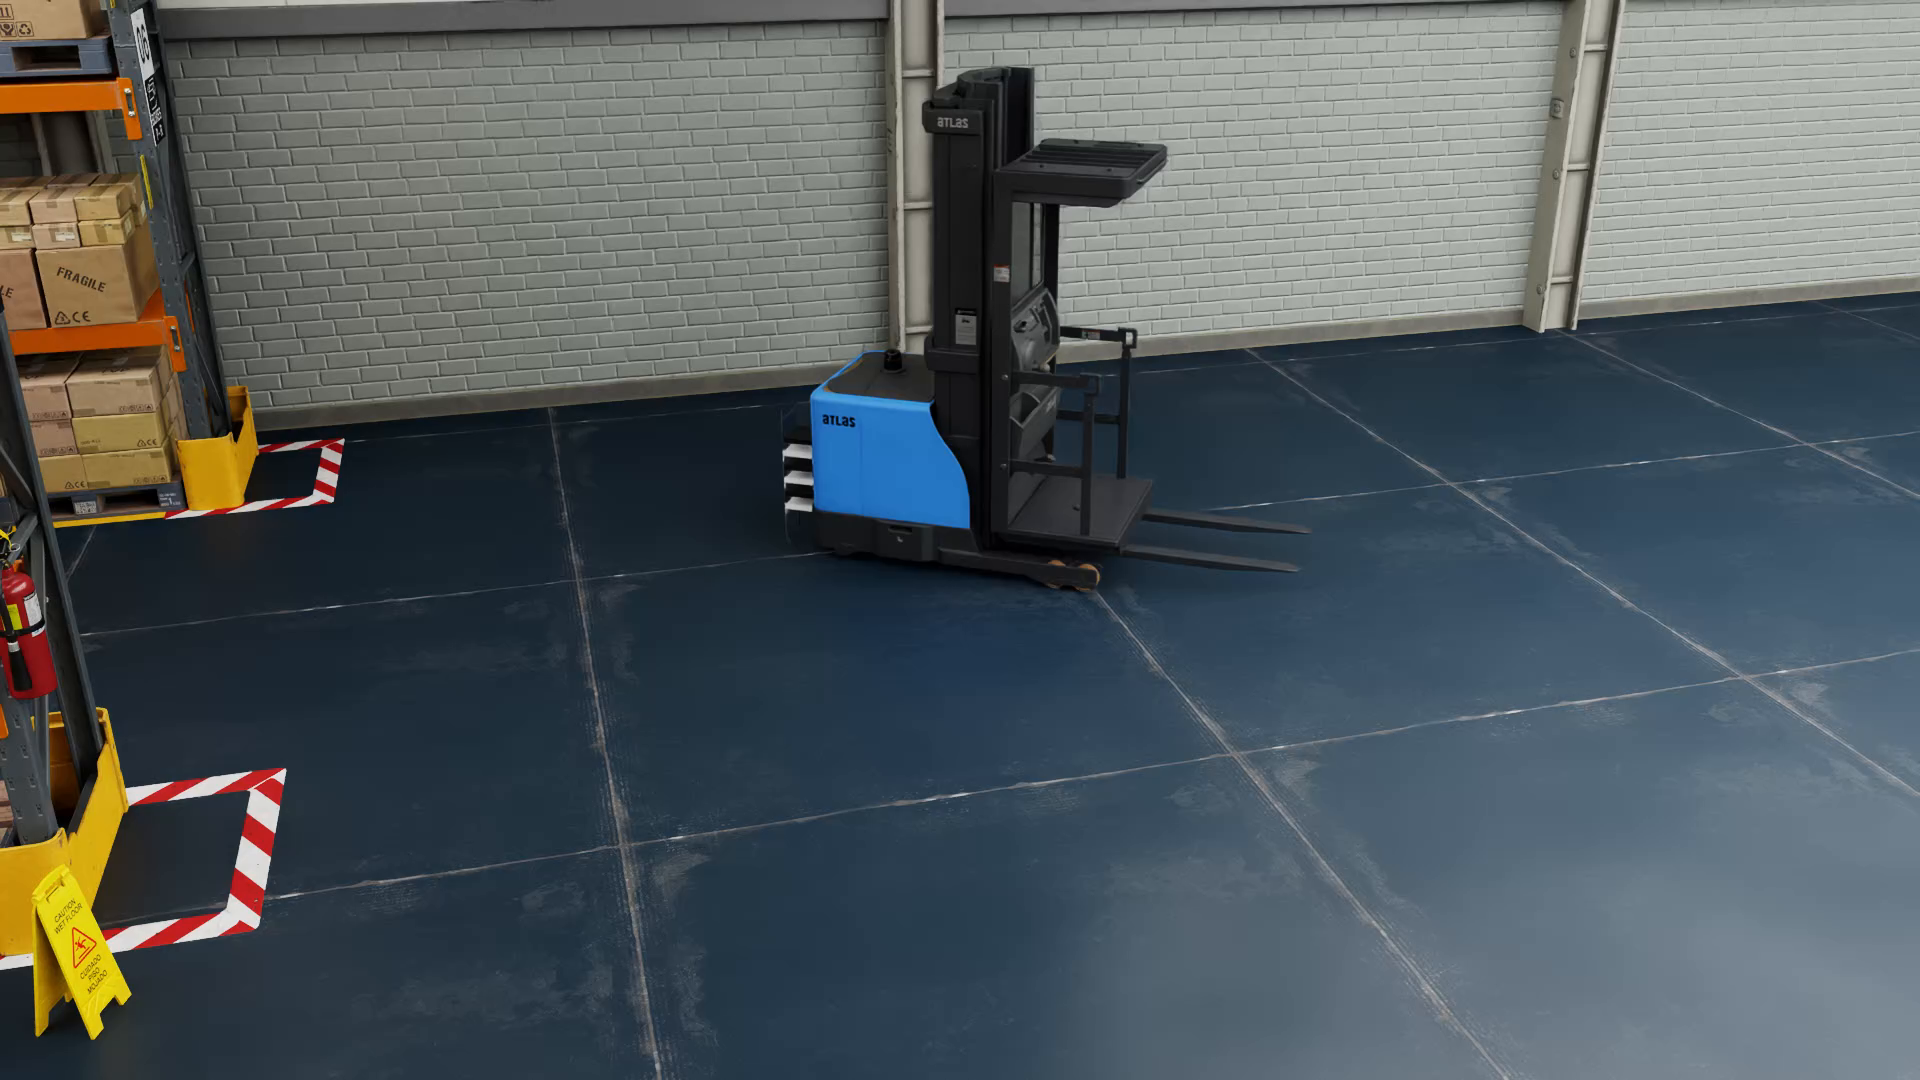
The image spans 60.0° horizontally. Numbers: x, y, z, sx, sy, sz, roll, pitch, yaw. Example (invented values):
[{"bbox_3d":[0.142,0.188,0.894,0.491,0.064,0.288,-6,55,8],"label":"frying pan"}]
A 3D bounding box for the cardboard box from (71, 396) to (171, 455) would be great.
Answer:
[{"bbox_3d":[-5.597,-0.792,11.113,0.500,0.250,0.500,-7,24,-15],"label":"cardboard box"}]

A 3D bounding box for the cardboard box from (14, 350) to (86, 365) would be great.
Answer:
[{"bbox_3d":[-6.207,-1.158,11.332,0.500,0.250,0.500,-6,24,-14],"label":"cardboard box"}]

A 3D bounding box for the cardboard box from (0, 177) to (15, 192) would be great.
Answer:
[{"bbox_3d":[-6.347,-2.260,10.887,0.250,0.149,0.380,-6,24,-14],"label":"cardboard box"}]

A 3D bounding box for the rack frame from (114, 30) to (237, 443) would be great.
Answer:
[{"bbox_3d":[-5.213,-1.804,11.149,0.127,3.000,1.000,-6,24,-14],"label":"rack frame"}]

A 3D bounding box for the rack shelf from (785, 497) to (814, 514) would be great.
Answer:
[{"bbox_3d":[-0.984,-0.234,10.695,0.200,0.077,0.258,7,24,15],"label":"rack shelf"}]

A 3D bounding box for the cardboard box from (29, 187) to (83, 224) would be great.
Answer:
[{"bbox_3d":[-5.730,-2.128,10.579,0.250,0.149,0.380,-6,24,-14],"label":"cardboard box"}]

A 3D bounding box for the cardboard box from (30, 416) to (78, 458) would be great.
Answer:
[{"bbox_3d":[-6.083,-0.743,10.998,0.500,0.250,0.500,-7,24,-15],"label":"cardboard box"}]

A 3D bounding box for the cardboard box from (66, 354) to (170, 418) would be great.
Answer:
[{"bbox_3d":[-5.572,-1.025,11.021,0.500,0.250,0.500,-5,24,-13],"label":"cardboard box"}]

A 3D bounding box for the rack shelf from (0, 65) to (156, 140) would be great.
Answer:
[{"bbox_3d":[-7.138,-2.638,10.203,4.000,0.370,1.077,-6,24,-14],"label":"rack shelf"}]

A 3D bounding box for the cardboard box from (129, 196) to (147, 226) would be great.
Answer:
[{"bbox_3d":[-5.609,-2.210,11.147,0.250,0.149,0.380,-7,24,-16],"label":"cardboard box"}]

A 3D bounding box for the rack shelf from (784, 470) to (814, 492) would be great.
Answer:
[{"bbox_3d":[-0.984,-0.399,10.624,0.200,0.077,0.258,7,24,15],"label":"rack shelf"}]

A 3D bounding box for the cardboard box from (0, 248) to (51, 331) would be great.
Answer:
[{"bbox_3d":[-6.118,-1.646,10.654,0.500,0.500,0.500,-6,24,-13],"label":"cardboard box"}]

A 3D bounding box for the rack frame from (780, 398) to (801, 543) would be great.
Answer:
[{"bbox_3d":[-1.081,-0.441,10.638,0.006,0.900,0.240,7,24,15],"label":"rack frame"}]

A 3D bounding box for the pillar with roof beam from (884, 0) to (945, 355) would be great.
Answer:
[{"bbox_3d":[0.813,-3.833,8.271,0.400,9.000,9.100,-6,24,-14],"label":"pillar with roof beam"}]

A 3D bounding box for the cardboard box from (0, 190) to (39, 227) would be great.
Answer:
[{"bbox_3d":[-5.974,-2.090,10.490,0.250,0.149,0.380,-6,24,-13],"label":"cardboard box"}]

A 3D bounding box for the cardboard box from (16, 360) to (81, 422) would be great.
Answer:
[{"bbox_3d":[-6.062,-0.968,10.889,0.500,0.250,0.500,-6,24,-13],"label":"cardboard box"}]

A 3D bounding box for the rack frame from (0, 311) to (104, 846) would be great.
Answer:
[{"bbox_3d":[-3.868,0.081,6.758,0.127,3.000,1.000,-6,24,-14],"label":"rack frame"}]

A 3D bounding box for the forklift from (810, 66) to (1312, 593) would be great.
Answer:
[{"bbox_3d":[0.643,-1.266,9.983,3.031,2.935,1.130,7,24,16],"label":"forklift"}]

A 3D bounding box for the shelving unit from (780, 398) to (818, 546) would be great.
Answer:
[{"bbox_3d":[-0.984,-0.430,10.610,0.210,0.900,0.258,7,24,15],"label":"shelving unit"}]

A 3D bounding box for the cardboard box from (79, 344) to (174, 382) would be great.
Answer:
[{"bbox_3d":[-5.727,-1.213,11.460,0.500,0.250,0.500,-7,24,-15],"label":"cardboard box"}]

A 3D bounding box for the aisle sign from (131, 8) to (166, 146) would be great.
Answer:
[{"bbox_3d":[-5.070,-2.894,10.393,0.004,0.787,0.394,-6,24,-14],"label":"aisle sign"}]

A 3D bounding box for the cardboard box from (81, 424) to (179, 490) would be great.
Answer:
[{"bbox_3d":[-5.580,-0.563,11.212,0.500,0.250,0.500,-6,24,-14],"label":"cardboard box"}]

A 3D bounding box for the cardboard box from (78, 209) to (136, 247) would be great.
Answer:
[{"bbox_3d":[-5.471,-2.004,10.668,0.250,0.149,0.380,-6,24,-14],"label":"cardboard box"}]

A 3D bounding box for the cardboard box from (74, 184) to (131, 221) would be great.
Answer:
[{"bbox_3d":[-5.501,-2.166,10.668,0.250,0.149,0.380,-6,24,-14],"label":"cardboard box"}]

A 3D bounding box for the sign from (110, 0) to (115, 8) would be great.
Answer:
[{"bbox_3d":[-5.079,-3.345,9.915,0.005,0.325,0.100,-6,24,-14],"label":"sign"}]

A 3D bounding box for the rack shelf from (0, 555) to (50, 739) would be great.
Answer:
[{"bbox_3d":[-5.794,0.624,6.404,4.000,0.370,1.077,-6,24,-14],"label":"rack shelf"}]

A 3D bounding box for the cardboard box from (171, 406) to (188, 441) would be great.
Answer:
[{"bbox_3d":[-5.738,-0.755,11.660,0.500,0.250,0.500,-6,24,-14],"label":"cardboard box"}]

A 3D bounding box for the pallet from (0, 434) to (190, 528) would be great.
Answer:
[{"bbox_3d":[-5.938,-0.425,11.472,1.213,0.211,1.003,-6,24,-14],"label":"pallet"}]

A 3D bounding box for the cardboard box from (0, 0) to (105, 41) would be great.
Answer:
[{"bbox_3d":[-5.573,-3.327,10.110,0.500,0.500,0.500,-6,24,-13],"label":"cardboard box"}]

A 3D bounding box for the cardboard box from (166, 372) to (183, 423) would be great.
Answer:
[{"bbox_3d":[-5.721,-0.991,11.577,0.500,0.250,0.500,-6,24,-13],"label":"cardboard box"}]

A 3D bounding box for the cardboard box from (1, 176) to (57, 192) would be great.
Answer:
[{"bbox_3d":[-6.105,-2.281,10.935,0.250,0.149,0.380,-6,24,-13],"label":"cardboard box"}]

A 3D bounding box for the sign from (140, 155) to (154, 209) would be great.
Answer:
[{"bbox_3d":[-5.079,-2.237,10.391,0.005,0.325,0.100,-6,24,-14],"label":"sign"}]

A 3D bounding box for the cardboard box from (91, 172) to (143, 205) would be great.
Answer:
[{"bbox_3d":[-5.594,-2.330,11.049,0.250,0.149,0.380,-7,24,-15],"label":"cardboard box"}]

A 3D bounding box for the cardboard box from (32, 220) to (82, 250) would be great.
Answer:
[{"bbox_3d":[-5.709,-1.966,10.578,0.250,0.149,0.380,-6,24,-14],"label":"cardboard box"}]

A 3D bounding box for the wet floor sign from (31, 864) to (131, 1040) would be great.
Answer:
[{"bbox_3d":[-3.396,1.548,6.323,0.232,0.644,0.267,2,23,4],"label":"wet floor sign"}]

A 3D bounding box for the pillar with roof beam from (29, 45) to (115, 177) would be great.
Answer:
[{"bbox_3d":[-4.964,-3.194,6.782,0.400,9.000,9.100,-6,24,-14],"label":"pillar with roof beam"}]

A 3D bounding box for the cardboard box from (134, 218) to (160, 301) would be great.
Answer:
[{"bbox_3d":[-5.765,-1.902,11.252,0.500,0.500,0.500,-6,24,-13],"label":"cardboard box"}]

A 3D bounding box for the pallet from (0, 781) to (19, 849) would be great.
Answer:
[{"bbox_3d":[-4.733,1.443,7.119,1.213,0.211,1.003,-6,24,-14],"label":"pallet"}]

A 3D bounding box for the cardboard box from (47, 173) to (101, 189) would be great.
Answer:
[{"bbox_3d":[-5.867,-2.325,11.038,0.250,0.149,0.380,-5,24,-13],"label":"cardboard box"}]

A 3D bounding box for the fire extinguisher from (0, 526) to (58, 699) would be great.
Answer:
[{"bbox_3d":[-3.634,0.279,6.394,0.183,0.674,0.296,-6,24,-14],"label":"fire extinguisher"}]

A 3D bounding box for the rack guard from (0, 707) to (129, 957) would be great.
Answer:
[{"bbox_3d":[-3.941,1.237,7.232,0.348,0.500,1.175,-6,24,-14],"label":"rack guard"}]

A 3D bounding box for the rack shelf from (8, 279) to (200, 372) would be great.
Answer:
[{"bbox_3d":[-7.138,-1.260,10.795,4.000,0.370,1.077,-6,24,-14],"label":"rack shelf"}]

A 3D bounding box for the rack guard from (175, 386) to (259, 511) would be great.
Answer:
[{"bbox_3d":[-5.190,-0.657,11.648,0.348,0.500,1.175,-6,24,-14],"label":"rack guard"}]

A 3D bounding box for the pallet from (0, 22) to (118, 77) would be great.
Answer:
[{"bbox_3d":[-5.900,-3.076,10.423,1.213,0.211,1.003,-6,24,-14],"label":"pallet"}]

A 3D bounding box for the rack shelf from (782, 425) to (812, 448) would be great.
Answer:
[{"bbox_3d":[-0.984,-0.647,10.517,0.200,0.077,0.258,7,24,15],"label":"rack shelf"}]

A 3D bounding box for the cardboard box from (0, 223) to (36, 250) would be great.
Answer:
[{"bbox_3d":[-5.975,-1.961,10.568,0.250,0.149,0.380,-6,24,-13],"label":"cardboard box"}]

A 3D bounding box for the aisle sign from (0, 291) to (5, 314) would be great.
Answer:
[{"bbox_3d":[-3.892,-1.238,6.535,0.004,0.787,0.394,-6,24,-14],"label":"aisle sign"}]

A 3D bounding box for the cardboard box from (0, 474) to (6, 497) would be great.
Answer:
[{"bbox_3d":[-6.545,-0.464,10.981,0.500,0.250,0.500,-6,24,-14],"label":"cardboard box"}]

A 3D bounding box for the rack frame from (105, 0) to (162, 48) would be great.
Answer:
[{"bbox_3d":[-5.213,-4.560,9.966,0.127,3.000,1.000,-6,24,-14],"label":"rack frame"}]

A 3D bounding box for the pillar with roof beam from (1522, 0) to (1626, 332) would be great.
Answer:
[{"bbox_3d":[6.590,-4.472,9.761,0.400,9.000,9.100,-6,24,-14],"label":"pillar with roof beam"}]

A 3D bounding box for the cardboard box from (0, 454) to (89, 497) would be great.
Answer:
[{"bbox_3d":[-6.061,-0.514,11.097,0.500,0.250,0.500,-6,24,-14],"label":"cardboard box"}]

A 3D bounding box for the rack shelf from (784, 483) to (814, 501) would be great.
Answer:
[{"bbox_3d":[-0.984,-0.316,10.659,0.200,0.077,0.258,7,24,15],"label":"rack shelf"}]

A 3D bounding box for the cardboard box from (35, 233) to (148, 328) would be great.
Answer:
[{"bbox_3d":[-5.616,-1.697,10.775,0.500,0.500,0.500,-7,24,-16],"label":"cardboard box"}]

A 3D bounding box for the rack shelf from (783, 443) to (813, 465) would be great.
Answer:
[{"bbox_3d":[-0.984,-0.565,10.553,0.200,0.077,0.258,7,24,15],"label":"rack shelf"}]

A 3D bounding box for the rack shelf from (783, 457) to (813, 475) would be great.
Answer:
[{"bbox_3d":[-0.984,-0.482,10.588,0.200,0.077,0.258,7,24,15],"label":"rack shelf"}]
